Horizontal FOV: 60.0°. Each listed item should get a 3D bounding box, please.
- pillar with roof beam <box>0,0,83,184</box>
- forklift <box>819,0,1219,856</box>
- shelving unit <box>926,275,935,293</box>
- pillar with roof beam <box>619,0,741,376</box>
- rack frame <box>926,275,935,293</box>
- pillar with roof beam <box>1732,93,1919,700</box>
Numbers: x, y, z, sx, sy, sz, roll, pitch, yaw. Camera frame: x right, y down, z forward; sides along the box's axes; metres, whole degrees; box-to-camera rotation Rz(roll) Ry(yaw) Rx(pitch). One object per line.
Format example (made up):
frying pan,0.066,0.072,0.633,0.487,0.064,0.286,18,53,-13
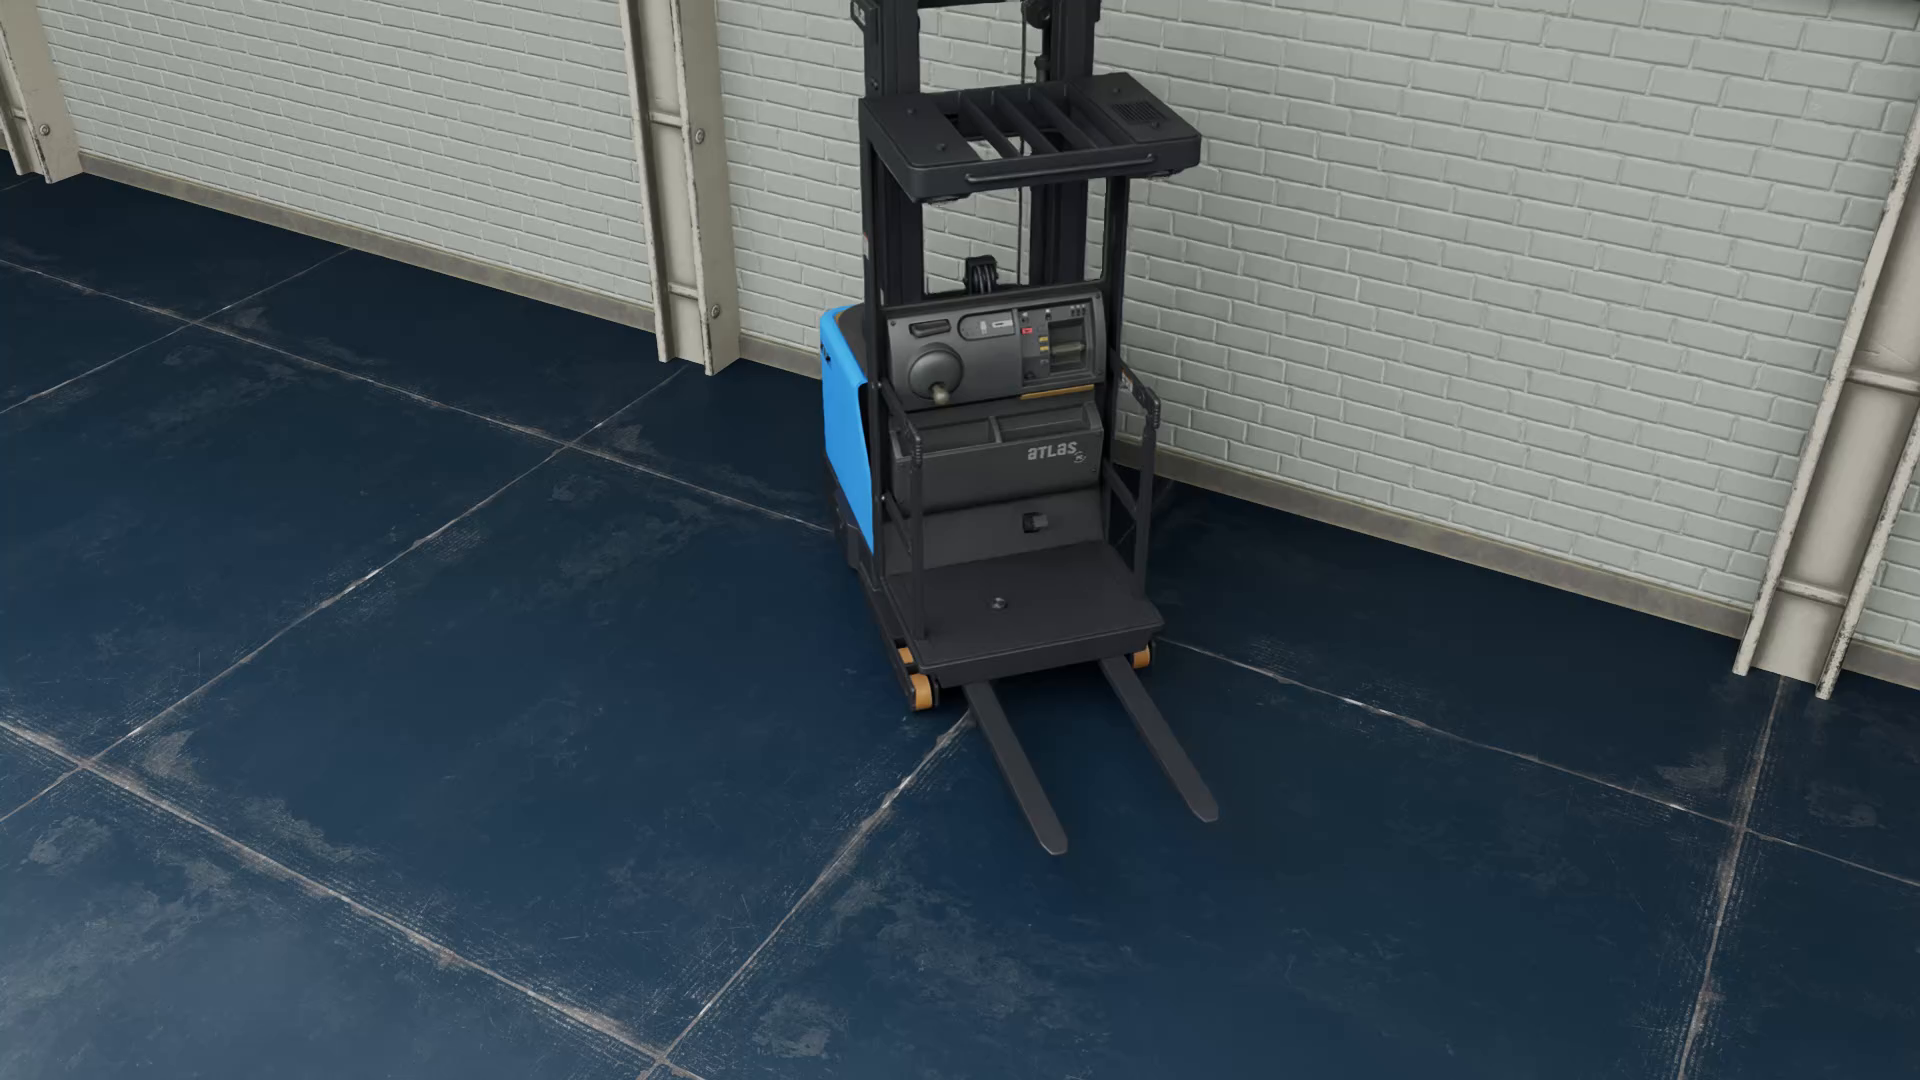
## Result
pillar with roof beam,-8.884,-4.408,6.750,0.400,9.000,9.100,18,37,24
forklift,0.222,-0.733,6.706,1.130,2.935,3.031,-9,35,-14
shelving unit,-0.265,-0.823,8.538,0.252,1.050,0.215,-7,34,-10
pillar with roof beam,-3.675,-2.758,4.272,0.400,9.000,9.100,18,37,24
rack frame,-0.146,-0.838,8.559,0.008,1.050,0.200,-7,34,-10
pillar with roof beam,1.535,-1.108,1.794,0.400,9.000,9.100,18,37,24
